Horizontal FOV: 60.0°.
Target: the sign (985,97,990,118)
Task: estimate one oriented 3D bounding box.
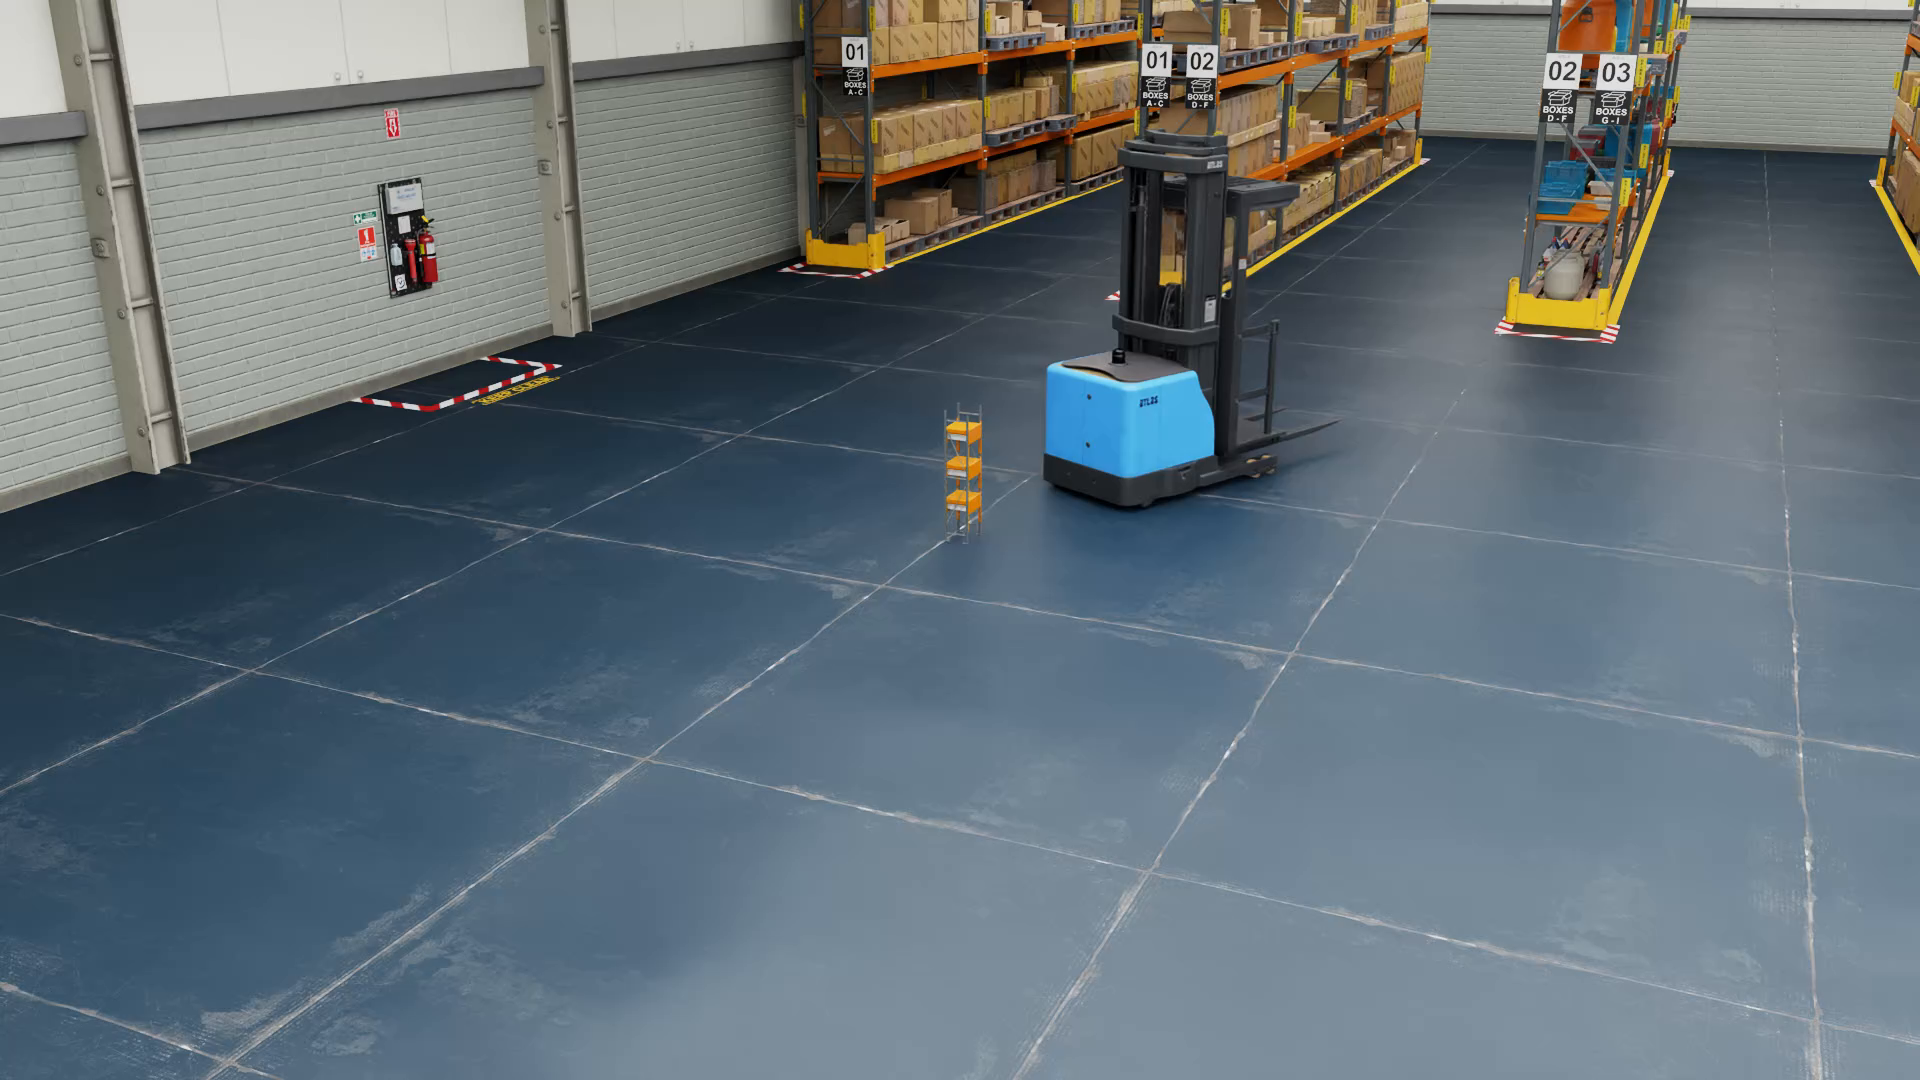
[{"bbox_3d":[0.436,-6.963,26.779,0.100,0.325,0.005,9,21,23],"label":"sign"}]

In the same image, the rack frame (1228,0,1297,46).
[{"bbox_3d":[4.458,-8.775,24.213,1.000,3.000,0.127,9,21,23],"label":"rack frame"}]

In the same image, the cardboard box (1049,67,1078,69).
[{"bbox_3d":[1.953,-8.888,31.743,0.500,0.250,0.500,8,21,21],"label":"cardboard box"}]

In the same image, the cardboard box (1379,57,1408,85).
[{"bbox_3d":[8.606,-9.333,33.093,0.500,0.500,0.500,8,21,21],"label":"cardboard box"}]

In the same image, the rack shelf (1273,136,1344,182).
[{"bbox_3d":[5.277,-6.221,27.058,1.077,0.370,4.000,9,21,23],"label":"rack shelf"}]

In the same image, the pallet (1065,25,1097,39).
[{"bbox_3d":[1.791,-9.378,30.668,1.213,0.211,1.003,10,22,25],"label":"pallet"}]

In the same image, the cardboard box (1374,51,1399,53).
[{"bbox_3d":[8.950,-10.036,35.069,0.500,0.500,0.500,9,22,24],"label":"cardboard box"}]

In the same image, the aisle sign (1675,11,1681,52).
[{"bbox_3d":[14.187,-10.143,33.132,0.394,0.787,0.004,9,21,23],"label":"aisle sign"}]

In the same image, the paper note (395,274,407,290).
[{"bbox_3d":[-5.842,-2.693,17.379,0.016,0.148,0.142,9,21,23],"label":"paper note"}]

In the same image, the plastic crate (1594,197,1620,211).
[{"bbox_3d":[7.998,-4.150,20.555,0.298,0.136,0.250,9,21,23],"label":"plastic crate"}]

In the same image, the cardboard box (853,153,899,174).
[{"bbox_3d":[-1.211,-5.449,24.007,0.500,0.250,0.500,8,21,21],"label":"cardboard box"}]

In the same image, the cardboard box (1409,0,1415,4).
[{"bbox_3d":[8.788,-11.080,33.530,0.700,0.500,0.500,9,21,23],"label":"cardboard box"}]

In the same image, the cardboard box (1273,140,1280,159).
[{"bbox_3d":[4.620,-6.034,25.684,0.500,0.250,0.500,10,22,26],"label":"cardboard box"}]

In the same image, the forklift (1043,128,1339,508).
[{"bbox_3d":[2.158,-2.037,14.323,3.031,2.935,1.130,-16,25,-38],"label":"forklift"}]

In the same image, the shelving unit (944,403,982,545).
[{"bbox_3d":[0.022,-0.511,12.839,0.215,1.050,0.252,9,21,23],"label":"shelving unit"}]

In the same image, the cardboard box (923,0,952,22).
[{"bbox_3d":[-0.439,-8.048,24.973,0.500,0.500,0.500,8,21,21],"label":"cardboard box"}]

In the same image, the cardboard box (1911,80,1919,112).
[{"bbox_3d":[16.715,-7.634,28.618,0.500,0.500,0.500,9,22,24],"label":"cardboard box"}]

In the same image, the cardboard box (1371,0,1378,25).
[{"bbox_3d":[7.461,-9.956,31.084,0.600,0.600,0.600,6,21,18],"label":"cardboard box"}]

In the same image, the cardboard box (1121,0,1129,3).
[{"bbox_3d":[3.287,-11.259,34.003,0.500,0.500,0.500,8,21,22],"label":"cardboard box"}]

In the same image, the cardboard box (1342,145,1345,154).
[{"bbox_3d":[6.905,-7.357,31.133,0.500,0.250,0.500,9,21,23],"label":"cardboard box"}]

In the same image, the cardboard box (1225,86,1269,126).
[{"bbox_3d":[4.077,-6.316,24.166,0.700,0.500,0.500,8,21,23],"label":"cardboard box"}]

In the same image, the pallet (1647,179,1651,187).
[{"bbox_3d":[12.518,-6.630,31.295,1.003,0.211,1.213,9,21,23],"label":"pallet"}]

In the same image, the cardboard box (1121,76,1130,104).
[{"bbox_3d":[3.055,-8.936,32.997,0.500,0.500,0.500,9,21,23],"label":"cardboard box"}]

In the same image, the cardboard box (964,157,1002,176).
[{"bbox_3d":[0.401,-6.372,28.365,0.500,0.250,0.500,8,21,22],"label":"cardboard box"}]

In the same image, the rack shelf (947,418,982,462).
[{"bbox_3d":[0.022,-0.768,12.747,0.215,0.259,0.240,9,21,23],"label":"rack shelf"}]

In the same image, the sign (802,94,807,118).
[{"bbox_3d":[-2.198,-6.181,23.673,0.100,0.325,0.005,9,21,23],"label":"sign"}]

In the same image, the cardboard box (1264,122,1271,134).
[{"bbox_3d":[4.335,-6.033,24.339,0.380,0.149,0.250,8,21,21],"label":"cardboard box"}]

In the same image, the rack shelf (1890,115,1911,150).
[{"bbox_3d":[17.590,-7.306,30.110,1.077,0.370,4.000,9,21,23],"label":"rack shelf"}]

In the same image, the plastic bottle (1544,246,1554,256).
[{"bbox_3d":[7.939,-3.793,22.453,0.144,0.351,0.185,10,22,25],"label":"plastic bottle"}]

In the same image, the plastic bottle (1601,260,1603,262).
[{"bbox_3d":[8.546,-3.614,22.068,0.097,0.271,0.097,0,20,0],"label":"plastic bottle"}]

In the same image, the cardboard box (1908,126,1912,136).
[{"bbox_3d":[16.597,-7.053,28.700,0.380,0.149,0.250,9,21,23],"label":"cardboard box"}]

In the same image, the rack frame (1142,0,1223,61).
[{"bbox_3d":[2.821,-7.552,20.775,1.000,3.000,0.127,9,21,23],"label":"rack frame"}]

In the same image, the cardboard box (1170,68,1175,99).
[{"bbox_3d":[4.044,-9.824,35.667,0.980,0.700,0.700,7,21,20],"label":"cardboard box"}]

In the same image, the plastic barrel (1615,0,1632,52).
[{"bbox_3d":[8.471,-6.825,21.833,0.600,0.901,0.708,9,21,23],"label":"plastic barrel"}]

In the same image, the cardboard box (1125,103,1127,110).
[{"bbox_3d":[3.104,-8.668,33.211,0.380,0.149,0.250,9,22,24],"label":"cardboard box"}]

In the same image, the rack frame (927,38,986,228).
[{"bbox_3d":[-0.062,-6.627,27.127,1.000,3.000,0.127,9,21,23],"label":"rack frame"}]

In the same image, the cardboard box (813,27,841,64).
[{"bbox_3d":[-1.760,-7.036,23.622,0.500,0.500,0.500,10,22,27],"label":"cardboard box"}]

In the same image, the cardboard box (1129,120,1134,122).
[{"bbox_3d":[3.798,-8.915,35.695,0.380,0.149,0.250,9,21,23],"label":"cardboard box"}]

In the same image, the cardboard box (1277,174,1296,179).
[{"bbox_3d":[5.407,-6.056,28.162,0.500,0.311,0.500,8,21,21],"label":"cardboard box"}]

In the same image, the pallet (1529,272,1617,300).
[{"bbox_3d":[8.165,-3.380,22.158,1.003,0.211,1.213,9,21,23],"label":"pallet"}]

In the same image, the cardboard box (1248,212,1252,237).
[{"bbox_3d":[3.860,-4.573,23.708,0.500,0.500,0.500,9,21,23],"label":"cardboard box"}]

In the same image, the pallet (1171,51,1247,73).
[{"bbox_3d":[3.134,-6.310,21.890,1.003,0.211,1.213,9,21,23],"label":"pallet"}]

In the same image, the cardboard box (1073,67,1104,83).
[{"bbox_3d":[2.417,-8.821,31.554,0.500,0.250,0.500,9,21,23],"label":"cardboard box"}]

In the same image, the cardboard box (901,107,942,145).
[{"bbox_3d":[-0.601,-6.267,25.190,0.500,0.500,0.500,9,22,24],"label":"cardboard box"}]

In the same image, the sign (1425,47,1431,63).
[{"bbox_3d":[9.871,-10.229,35.055,0.100,0.325,0.005,9,21,23],"label":"sign"}]

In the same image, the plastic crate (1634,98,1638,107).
[{"bbox_3d":[13.219,-8.654,32.986,0.416,0.233,0.300,9,21,23],"label":"plastic crate"}]

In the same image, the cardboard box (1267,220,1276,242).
[{"bbox_3d":[4.468,-4.679,25.126,0.500,0.250,0.500,9,21,23],"label":"cardboard box"}]

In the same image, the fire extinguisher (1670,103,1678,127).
[{"bbox_3d":[14.366,-8.708,33.649,0.296,0.674,0.183,9,21,23],"label":"fire extinguisher"}]

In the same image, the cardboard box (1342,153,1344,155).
[{"bbox_3d":[6.894,-6.993,31.229,0.500,0.500,0.500,9,21,23],"label":"cardboard box"}]

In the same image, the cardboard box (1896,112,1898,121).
[{"bbox_3d":[17.754,-7.918,31.131,0.380,0.149,0.250,8,21,21],"label":"cardboard box"}]

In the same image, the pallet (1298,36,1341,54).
[{"bbox_3d":[5.445,-7.934,26.606,1.003,0.211,1.213,10,22,25],"label":"pallet"}]

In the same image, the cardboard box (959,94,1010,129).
[{"bbox_3d":[0.413,-7.202,27.938,0.700,0.500,0.500,11,22,28],"label":"cardboard box"}]

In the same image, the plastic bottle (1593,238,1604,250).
[{"bbox_3d":[8.844,-4.010,23.065,0.144,0.351,0.185,9,21,23],"label":"plastic bottle"}]

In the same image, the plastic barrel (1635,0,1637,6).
[{"bbox_3d":[10.080,-7.919,25.534,0.600,0.901,0.600,0,20,0],"label":"plastic barrel"}]

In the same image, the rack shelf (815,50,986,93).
[{"bbox_3d":[-0.881,-7.090,25.025,1.077,0.370,4.000,9,21,23],"label":"rack shelf"}]

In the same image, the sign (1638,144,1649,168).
[{"bbox_3d":[9.473,-5.319,23.036,0.100,0.325,0.005,9,21,23],"label":"sign"}]

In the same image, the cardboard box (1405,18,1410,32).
[{"bbox_3d":[8.574,-10.156,32.798,0.500,0.250,0.500,9,21,23],"label":"cardboard box"}]
